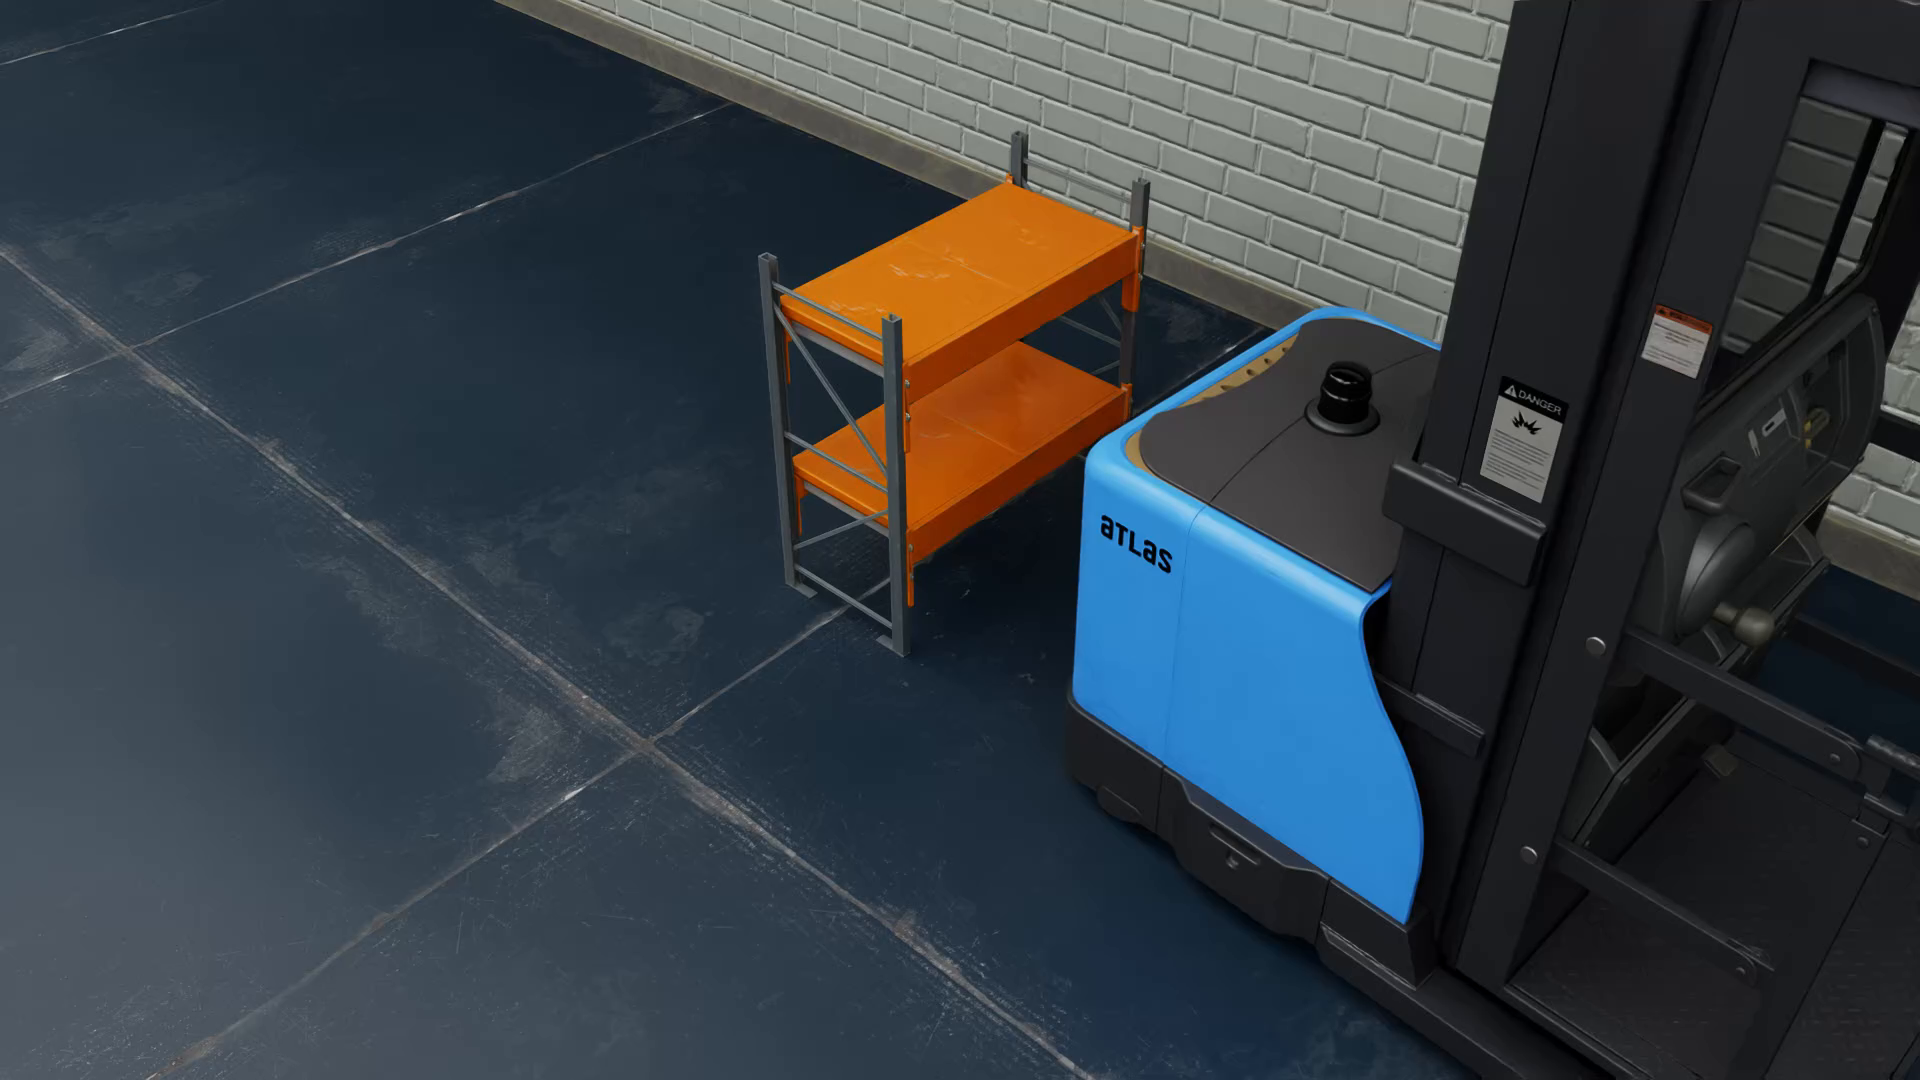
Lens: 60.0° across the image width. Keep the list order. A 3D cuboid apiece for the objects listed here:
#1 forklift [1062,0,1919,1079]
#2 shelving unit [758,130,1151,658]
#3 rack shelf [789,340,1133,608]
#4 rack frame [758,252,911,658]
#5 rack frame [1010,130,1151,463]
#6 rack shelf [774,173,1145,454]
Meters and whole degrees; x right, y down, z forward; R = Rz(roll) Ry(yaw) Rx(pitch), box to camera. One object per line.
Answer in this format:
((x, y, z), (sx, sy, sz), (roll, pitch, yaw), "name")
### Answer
((1.665, -0.074, 2.988), (1.130, 2.935, 3.031), (-32, 48, -33), "forklift")
((0.005, -0.443, 4.904), (0.538, 1.125, 1.048), (30, 47, 32), "shelving unit")
((0.005, -0.252, 5.056), (0.538, 0.278, 1.000), (30, 47, 32), "rack shelf")
((-0.338, -0.210, 4.610), (0.500, 1.125, 0.032), (30, 47, 32), "rack frame")
((0.348, -0.677, 5.198), (0.500, 1.125, 0.032), (30, 47, 32), "rack frame")
((0.005, -0.672, 4.722), (0.538, 0.278, 1.000), (30, 47, 32), "rack shelf")
